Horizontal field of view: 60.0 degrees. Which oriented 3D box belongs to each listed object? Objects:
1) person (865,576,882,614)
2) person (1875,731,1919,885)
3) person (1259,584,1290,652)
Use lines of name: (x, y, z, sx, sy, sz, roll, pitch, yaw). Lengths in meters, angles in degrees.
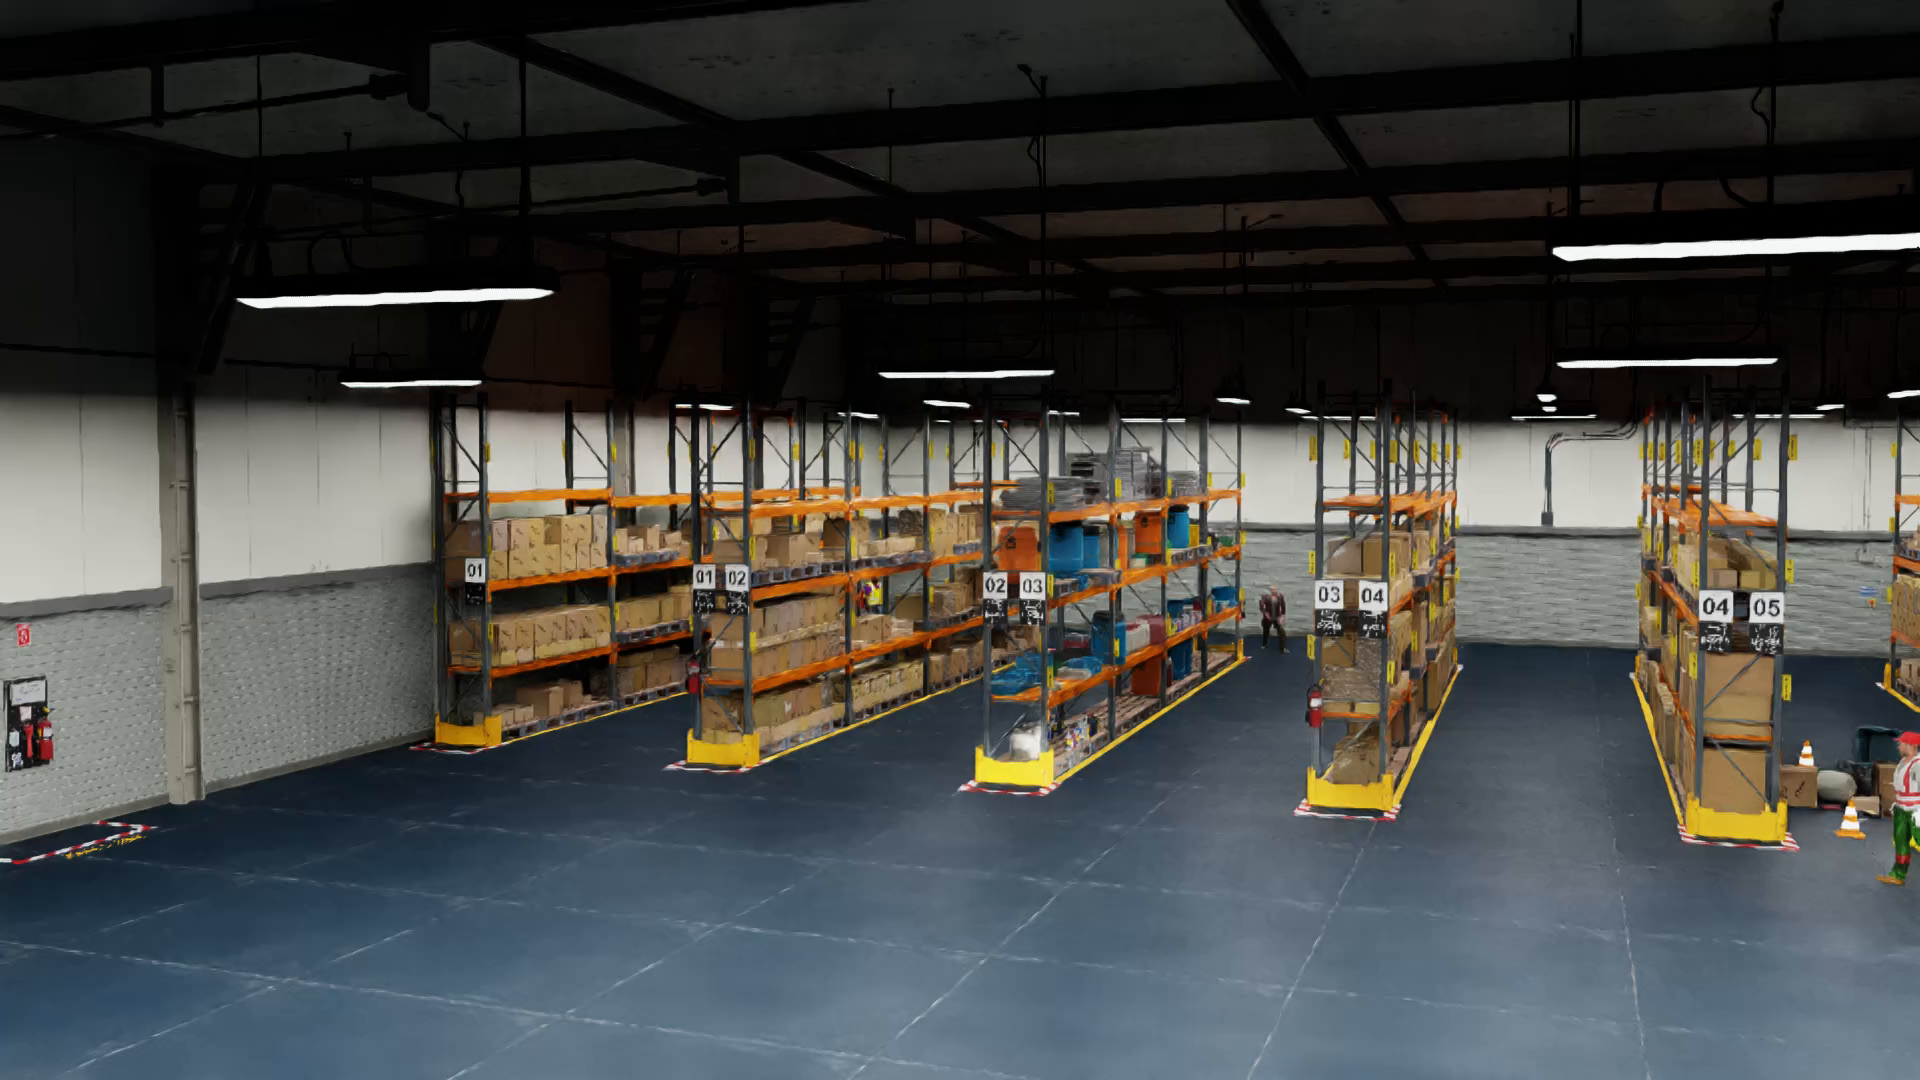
person: (-2.253, 1.725, 44.837, 0.744, 1.755, 0.567, -2, 4, -32)
person: (10.935, 3.092, 19.117, 0.541, 1.790, 0.653, 0, 3, 3)
person: (7.793, 1.931, 41.404, 0.735, 1.712, 0.904, 0, 3, 3)
